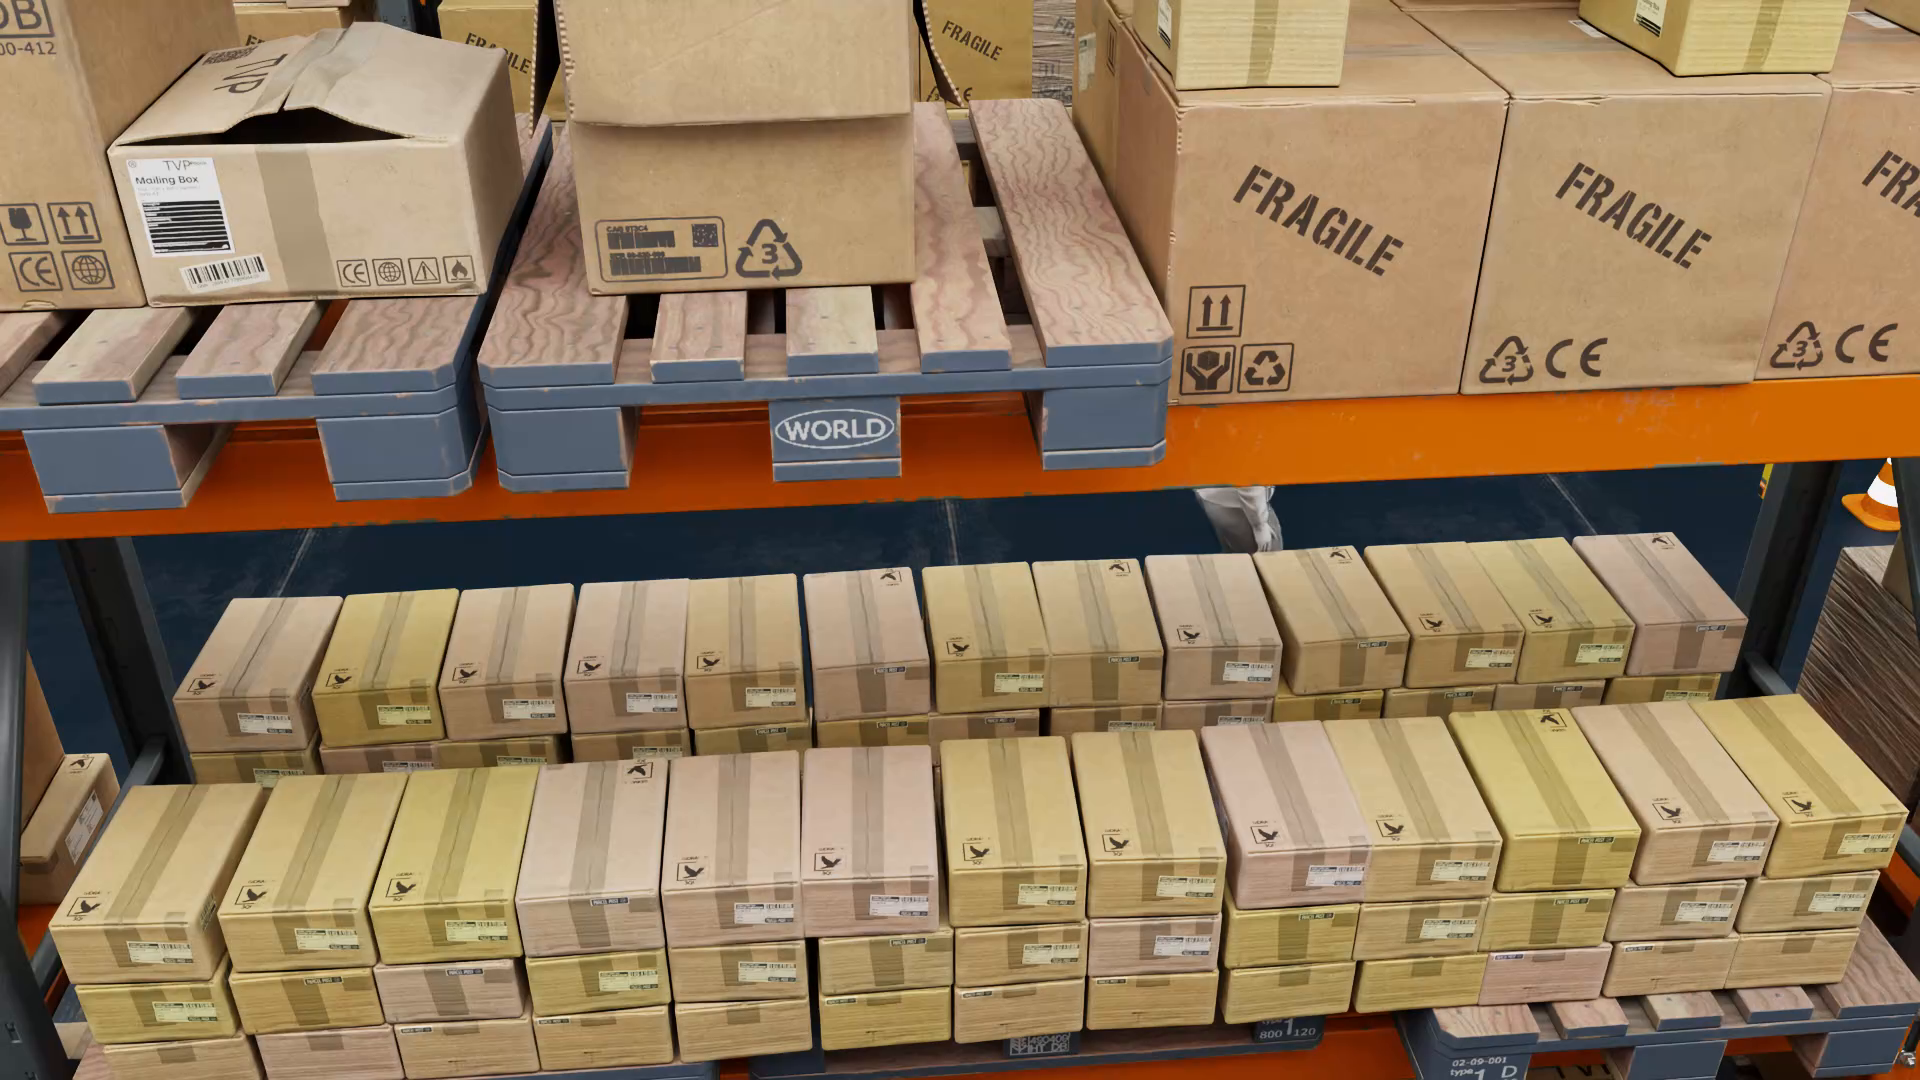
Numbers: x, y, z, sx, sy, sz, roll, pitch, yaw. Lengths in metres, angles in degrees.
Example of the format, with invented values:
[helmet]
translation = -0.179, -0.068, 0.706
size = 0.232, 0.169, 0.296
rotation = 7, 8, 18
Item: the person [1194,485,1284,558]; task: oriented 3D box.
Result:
[person]
translation = 1.066, -0.178, 6.352
size = 0.643, 1.675, 0.518
rotation = -5, 32, -8
